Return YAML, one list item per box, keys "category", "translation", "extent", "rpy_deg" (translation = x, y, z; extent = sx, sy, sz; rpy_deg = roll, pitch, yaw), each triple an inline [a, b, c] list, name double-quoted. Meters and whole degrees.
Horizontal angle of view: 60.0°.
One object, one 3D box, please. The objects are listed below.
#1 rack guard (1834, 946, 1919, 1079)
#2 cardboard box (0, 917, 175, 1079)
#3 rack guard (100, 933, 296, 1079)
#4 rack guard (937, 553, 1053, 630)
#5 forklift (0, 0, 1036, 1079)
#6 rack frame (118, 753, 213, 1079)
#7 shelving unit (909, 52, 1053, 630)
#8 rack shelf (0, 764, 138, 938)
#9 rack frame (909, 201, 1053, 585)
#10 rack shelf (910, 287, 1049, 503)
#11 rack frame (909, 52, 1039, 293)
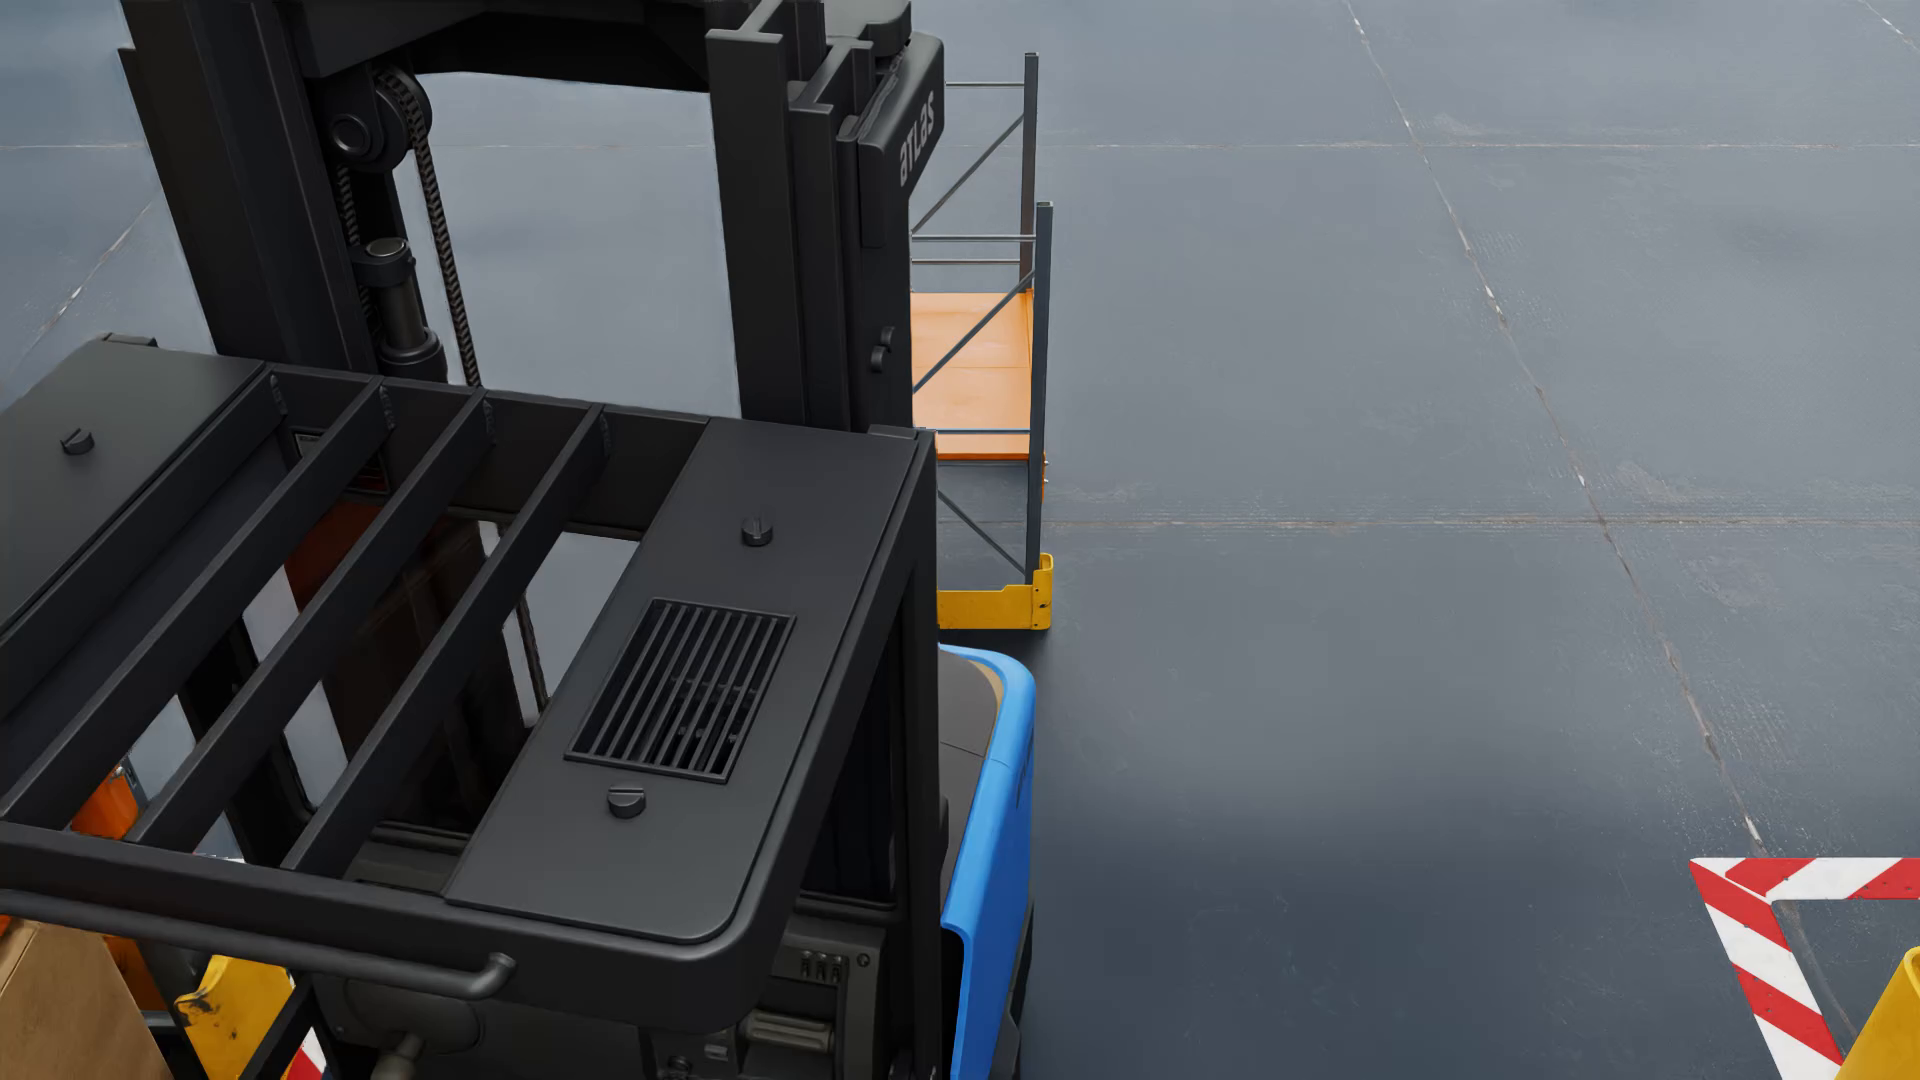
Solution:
- category: "rack guard"
  translation: [2.715, 1.229, 3.817]
  extent: [1.175, 0.500, 0.348]
  rpy_deg: [0, 39, 0]
- category: "cardboard box"
  translation: [-2.178, 1.236, 3.173]
  extent: [0.875, 0.875, 0.875]
  rpy_deg: [0, 39, 0]
- category: "rack guard"
  translation: [-2.245, 1.107, 3.969]
  extent: [1.175, 0.500, 0.348]
  rpy_deg: [0, 39, 0]
- category: "rack guard"
  translation: [0.000, 0.166, 5.343]
  extent: [0.587, 0.250, 0.087]
  rpy_deg: [0, 39, 0]
- category: "forklift"
  translation: [-0.620, 0.793, 2.417]
  extent: [1.130, 2.935, 3.031]
  rpy_deg: [7, 39, 9]
- category: "rack frame"
  translation: [-2.245, 0.147, 3.169]
  extent: [1.000, 3.000, 0.127]
  rpy_deg: [0, 39, 0]
- category: "shelving unit"
  translation: [0.000, -0.633, 5.340]
  extent: [0.587, 1.500, 1.083]
  rpy_deg: [0, 39, 0]
- category: "rack shelf"
  translation: [-2.242, 1.678, 1.833]
  extent: [1.077, 0.370, 4.000]
  rpy_deg: [0, 39, 0]
- category: "rack frame"
  translation: [0.000, -0.321, 4.951]
  extent: [0.500, 1.500, 0.032]
  rpy_deg: [0, 39, 0]
- category: "rack shelf"
  translation: [0.000, -0.498, 5.460]
  extent: [0.538, 0.185, 1.000]
  rpy_deg: [0, 39, 0]
- category: "rack frame"
  translation: [-0.001, -0.956, 5.744]
  extent: [0.500, 1.500, 0.032]
  rpy_deg: [0, 39, 0]
